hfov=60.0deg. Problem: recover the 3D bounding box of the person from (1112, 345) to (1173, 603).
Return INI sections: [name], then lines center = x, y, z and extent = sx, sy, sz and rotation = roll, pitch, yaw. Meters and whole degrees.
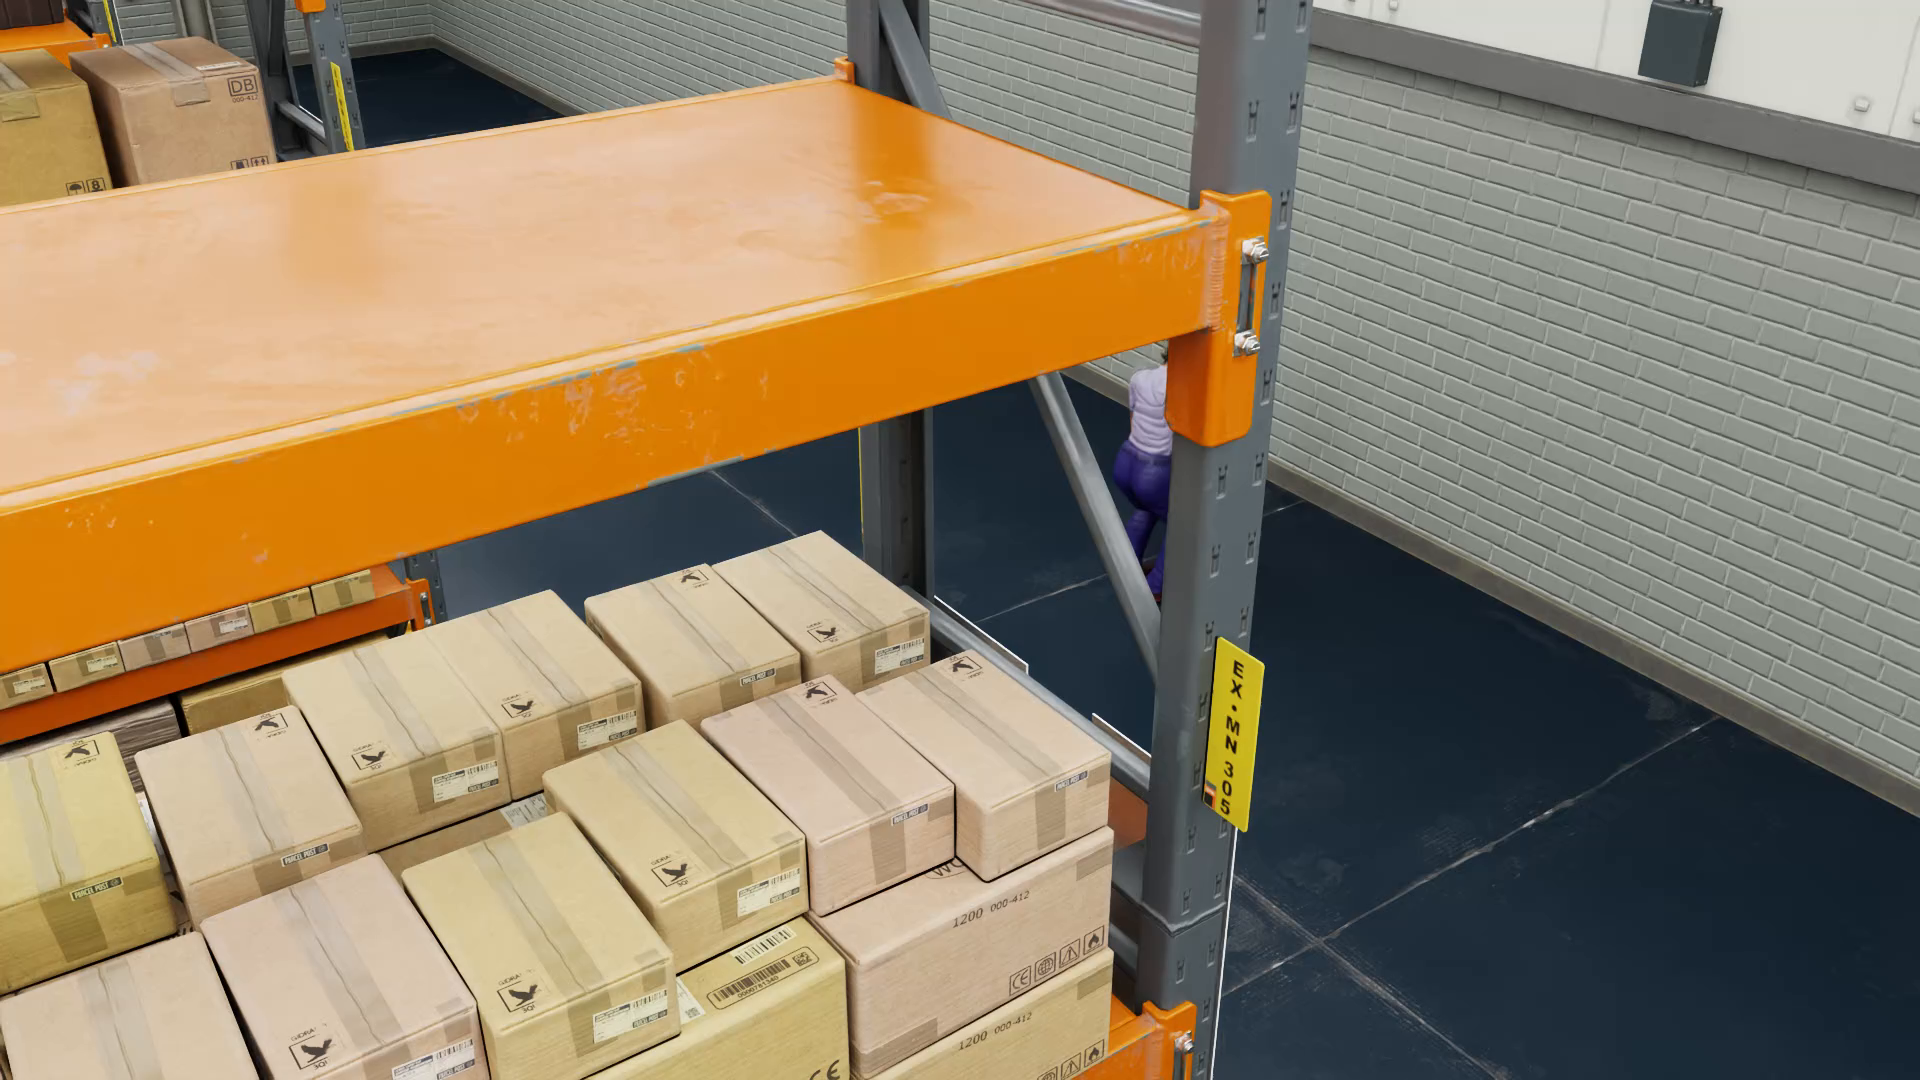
[person]
center = 1.118, -0.405, 9.542
extent = 0.485, 1.546, 0.515
rotation = -18, 34, -29
